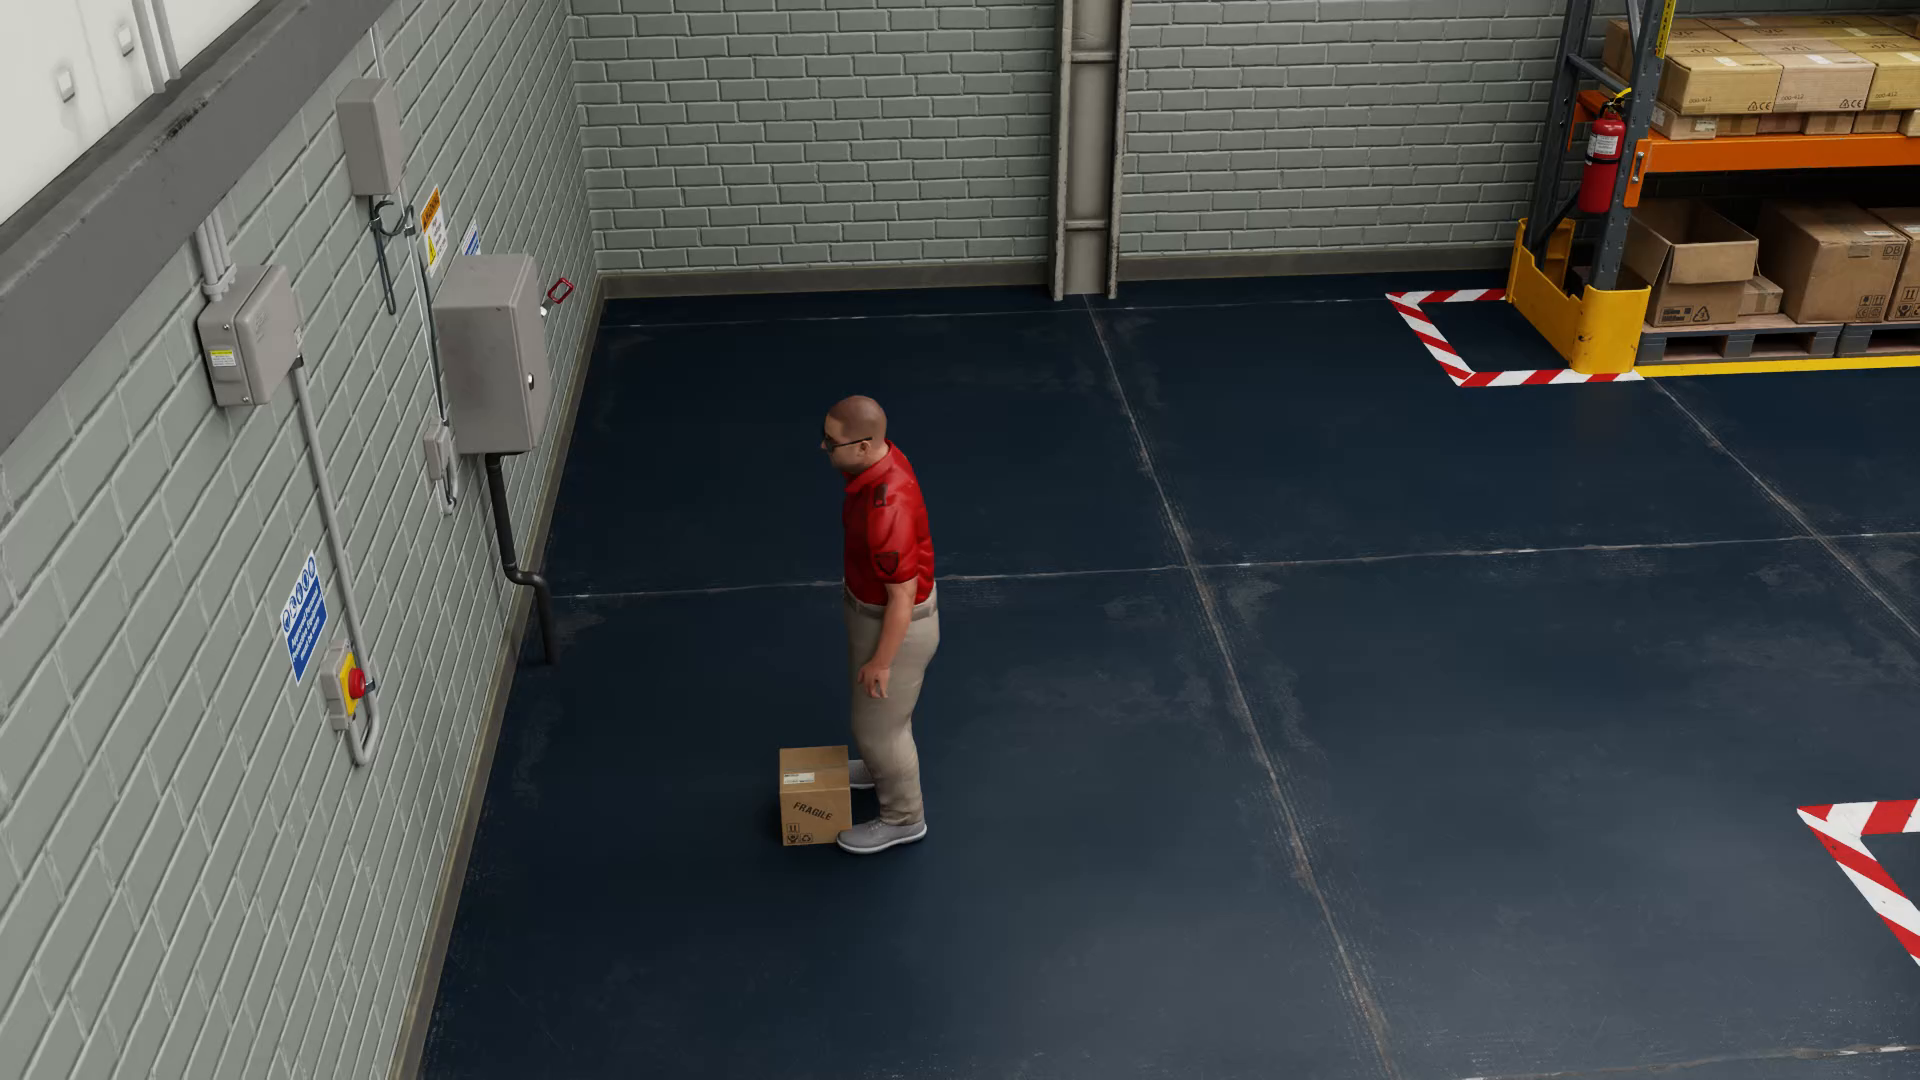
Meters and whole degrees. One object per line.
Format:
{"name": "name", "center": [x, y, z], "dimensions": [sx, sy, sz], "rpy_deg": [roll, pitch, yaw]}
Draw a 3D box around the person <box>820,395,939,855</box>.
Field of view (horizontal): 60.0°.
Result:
{"name": "person", "center": [-0.271, 0.279, 5.678], "dimensions": [0.384, 1.728, 0.603], "rpy_deg": [-4, 31, -7]}
